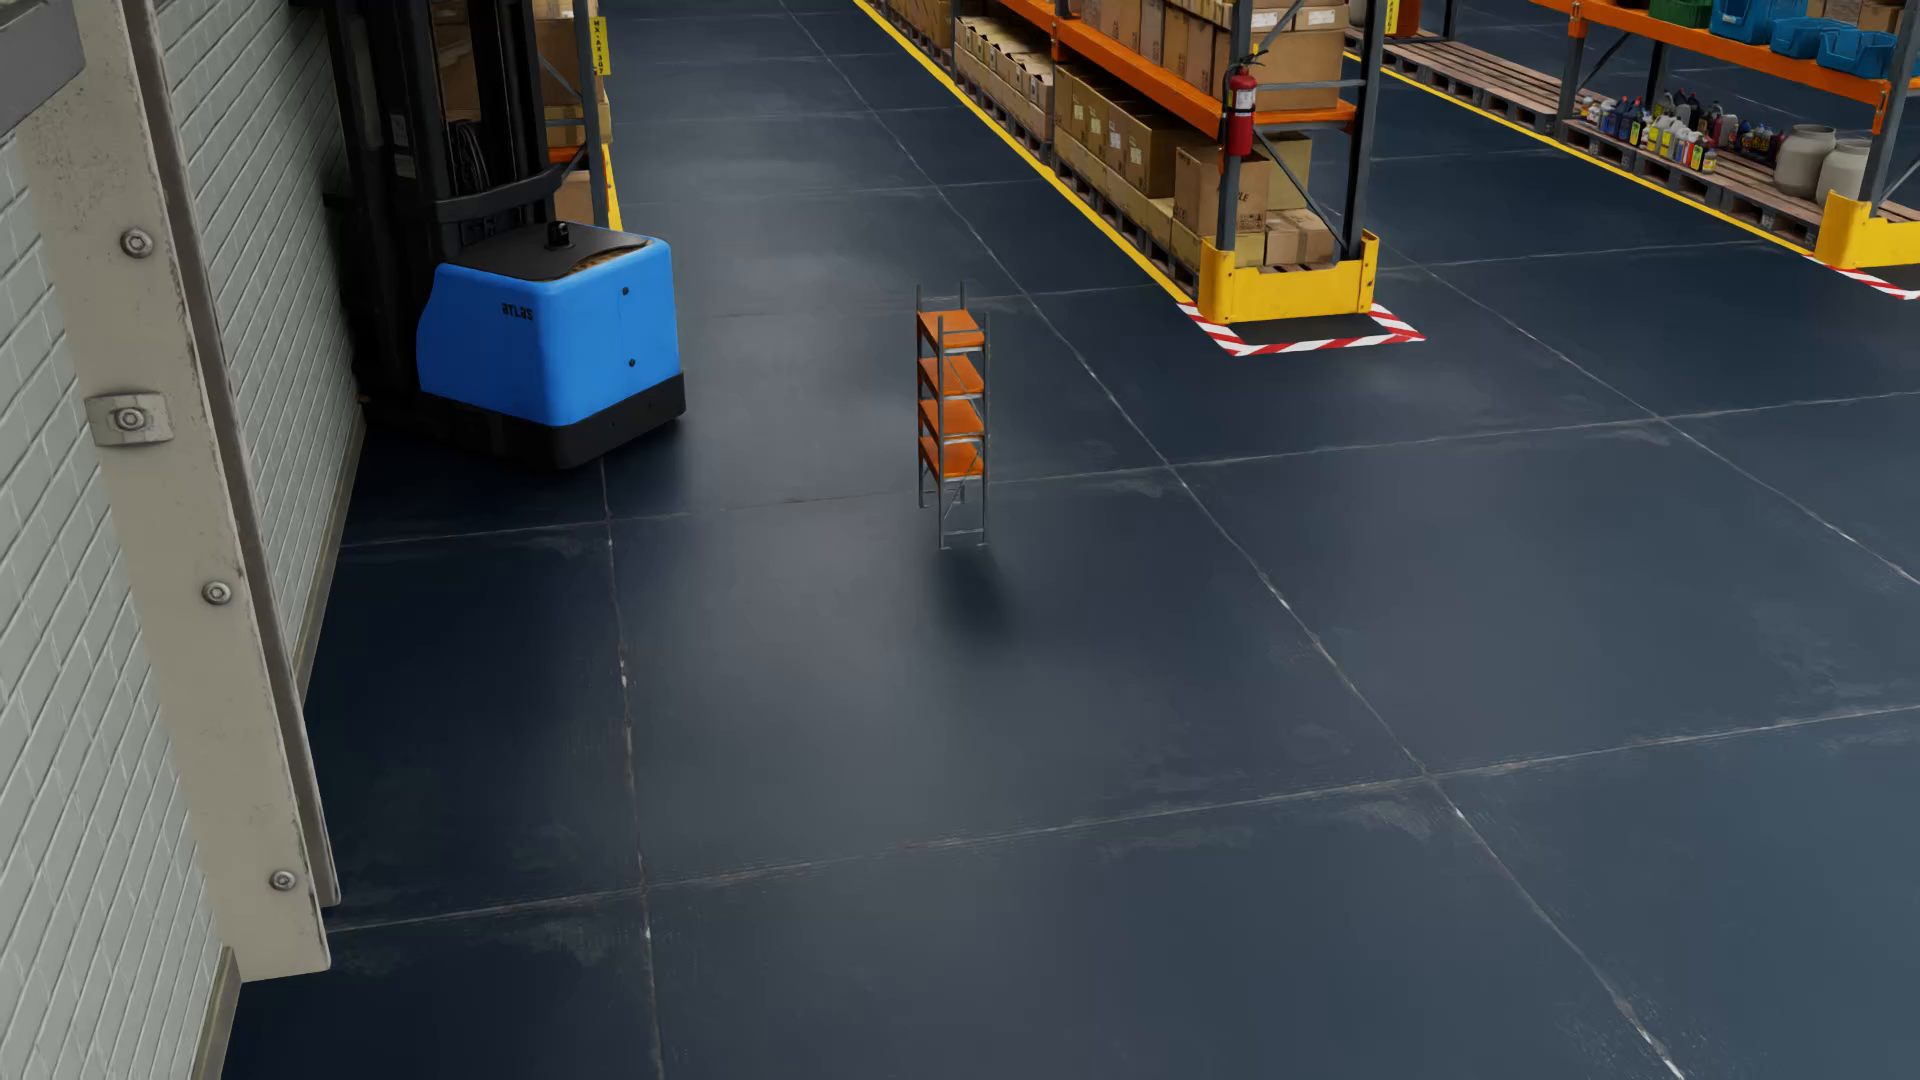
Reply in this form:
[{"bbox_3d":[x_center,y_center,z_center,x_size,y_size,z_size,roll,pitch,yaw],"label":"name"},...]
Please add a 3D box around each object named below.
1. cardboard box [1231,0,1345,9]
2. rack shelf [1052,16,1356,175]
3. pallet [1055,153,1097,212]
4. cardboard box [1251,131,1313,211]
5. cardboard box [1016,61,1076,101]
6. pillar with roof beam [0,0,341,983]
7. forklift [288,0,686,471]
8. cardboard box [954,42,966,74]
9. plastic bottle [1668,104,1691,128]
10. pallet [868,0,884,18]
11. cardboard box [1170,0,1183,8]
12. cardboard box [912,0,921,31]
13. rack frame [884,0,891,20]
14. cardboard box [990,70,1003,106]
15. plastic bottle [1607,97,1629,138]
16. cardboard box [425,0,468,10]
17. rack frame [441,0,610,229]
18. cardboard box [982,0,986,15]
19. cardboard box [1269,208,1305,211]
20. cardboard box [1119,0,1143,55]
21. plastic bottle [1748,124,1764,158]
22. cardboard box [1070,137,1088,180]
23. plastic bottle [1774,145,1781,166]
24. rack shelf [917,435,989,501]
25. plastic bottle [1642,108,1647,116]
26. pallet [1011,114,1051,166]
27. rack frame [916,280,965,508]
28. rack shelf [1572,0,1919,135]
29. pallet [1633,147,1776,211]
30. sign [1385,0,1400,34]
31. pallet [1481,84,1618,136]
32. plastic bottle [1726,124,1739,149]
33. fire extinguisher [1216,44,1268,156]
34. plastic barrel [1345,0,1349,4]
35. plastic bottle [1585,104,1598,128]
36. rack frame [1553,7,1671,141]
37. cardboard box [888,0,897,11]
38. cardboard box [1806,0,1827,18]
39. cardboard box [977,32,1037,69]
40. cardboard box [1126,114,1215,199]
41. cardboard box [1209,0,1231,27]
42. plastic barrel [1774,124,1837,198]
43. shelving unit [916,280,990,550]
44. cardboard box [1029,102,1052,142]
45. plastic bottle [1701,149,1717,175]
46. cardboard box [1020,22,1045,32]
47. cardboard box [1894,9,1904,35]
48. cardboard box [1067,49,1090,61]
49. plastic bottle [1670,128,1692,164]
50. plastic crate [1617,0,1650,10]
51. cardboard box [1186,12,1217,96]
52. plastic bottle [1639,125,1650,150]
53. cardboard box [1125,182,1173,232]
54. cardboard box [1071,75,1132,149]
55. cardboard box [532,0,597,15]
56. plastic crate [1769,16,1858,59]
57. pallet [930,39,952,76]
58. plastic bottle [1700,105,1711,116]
[{"bbox_3d":[2.105,-3.773,10.845,0.700,0.500,0.500,-6,27,-11],"label":"cardboard box"},{"bbox_3d":[1.759,-3.476,12.607,1.077,0.370,4.000,-6,27,-12],"label":"rack shelf"},{"bbox_3d":[1.446,-3.077,14.113,1.003,0.211,1.213,-6,27,-12],"label":"pallet"},{"bbox_3d":[2.191,-2.692,12.007,0.500,0.500,0.500,-6,27,-12],"label":"cardboard box"},{"bbox_3d":[0.814,-4.262,15.329,0.500,0.311,0.500,-5,27,-10],"label":"cardboard box"},{"bbox_3d":[1.930,-3.116,4.436,9.100,9.000,0.400,-6,27,-12],"label":"pillar with roof beam"},{"bbox_3d":[-3.102,-2.158,9.273,3.031,2.935,1.130,15,31,28],"label":"forklift"},{"bbox_3d":[0.238,-5.132,17.674,0.500,0.250,0.500,-6,27,-12],"label":"cardboard box"},{"bbox_3d":[6.465,-3.794,14.972,0.152,0.276,0.135,-6,27,-12],"label":"plastic bottle"},{"bbox_3d":[-0.649,-7.244,22.368,1.003,0.211,1.213,-6,27,-12],"label":"pallet"},{"bbox_3d":[1.705,-3.855,11.728,0.380,0.149,0.250,-5,27,-10],"label":"cardboard box"},{"bbox_3d":[-0.274,-6.356,19.799,0.500,0.500,0.500,-7,28,-14],"label":"cardboard box"},{"bbox_3d":[-0.495,-8.188,21.143,1.000,3.000,0.127,-6,27,-12],"label":"rack frame"},{"bbox_3d":[0.591,-4.458,16.340,0.500,0.250,0.500,-5,27,-11],"label":"cardboard box"},{"bbox_3d":[5.912,-3.794,14.890,0.144,0.351,0.185,-5,27,-10],"label":"plastic bottle"},{"bbox_3d":[-3.033,-3.099,10.373,0.500,0.500,0.500,-6,27,-11],"label":"cardboard box"},{"bbox_3d":[-2.616,-2.415,9.706,1.000,3.000,0.127,-6,27,-12],"label":"rack frame"},{"bbox_3d":[0.459,-5.970,19.035,0.500,0.500,0.500,-7,28,-13],"label":"cardboard box"},{"bbox_3d":[2.189,-2.357,12.176,0.500,0.250,0.500,-6,27,-12],"label":"cardboard box"},{"bbox_3d":[1.649,-4.075,12.883,0.700,0.500,0.500,-6,27,-11],"label":"cardboard box"},{"bbox_3d":[6.831,-3.421,14.239,0.097,0.271,0.097,0,27,0],"label":"plastic bottle"},{"bbox_3d":[1.225,-3.181,13.809,0.500,0.250,0.500,-6,27,-12],"label":"cardboard box"},{"bbox_3d":[6.908,-3.241,13.960,0.097,0.201,0.097,0,27,0],"label":"plastic bottle"},{"bbox_3d":[-0.037,-0.371,8.243,0.258,0.148,0.480,-6,27,-12],"label":"rack shelf"},{"bbox_3d":[6.063,-3.707,14.806,0.097,0.271,0.097,0,27,0],"label":"plastic bottle"},{"bbox_3d":[1.104,-3.750,15.446,1.003,0.211,1.213,-6,27,-12],"label":"pallet"},{"bbox_3d":[-0.092,-0.715,8.336,0.240,1.200,0.015,-6,27,-12],"label":"rack frame"},{"bbox_3d":[6.585,-3.978,13.600,1.077,0.370,4.000,-6,27,-12],"label":"rack shelf"},{"bbox_3d":[6.524,-3.096,14.150,1.003,0.211,1.213,-6,27,-12],"label":"pallet"},{"bbox_3d":[2.752,-3.395,10.599,0.100,0.325,0.005,-6,27,-12],"label":"sign"},{"bbox_3d":[5.920,-4.273,16.481,1.003,0.211,1.213,-6,27,-12],"label":"pallet"},{"bbox_3d":[6.763,-3.524,14.520,0.097,0.201,0.097,0,27,0],"label":"plastic bottle"},{"bbox_3d":[1.784,-2.786,10.527,0.296,0.674,0.183,-6,27,-12],"label":"fire extinguisher"},{"bbox_3d":[4.852,-6.753,20.510,0.600,0.588,0.708,-6,27,-12],"label":"plastic barrel"},{"bbox_3d":[5.802,-3.895,15.255,0.097,0.201,0.097,0,27,0],"label":"plastic bottle"},{"bbox_3d":[6.135,-5.177,15.178,1.000,3.000,0.127,-6,27,-12],"label":"rack frame"},{"bbox_3d":[-0.623,-7.031,21.137,0.500,0.500,0.500,-7,28,-14],"label":"cardboard box"},{"bbox_3d":[10.229,-6.224,19.539,0.700,0.500,0.500,-7,28,-14],"label":"cardboard box"},{"bbox_3d":[0.478,-4.928,16.648,0.500,0.311,0.500,-7,28,-13],"label":"cardboard box"},{"bbox_3d":[1.559,-2.857,12.335,0.500,0.500,0.500,-6,27,-12],"label":"cardboard box"},{"bbox_3d":[1.877,-3.517,11.058,0.380,0.149,0.250,-5,27,-10],"label":"cardboard box"},{"bbox_3d":[6.700,-2.999,13.158,0.421,0.512,0.421,0,27,0],"label":"plastic barrel"},{"bbox_3d":[-0.037,-0.608,8.124,0.258,1.200,0.503,-6,27,-12],"label":"shelving unit"},{"bbox_3d":[0.932,-3.788,15.012,0.500,0.250,0.500,-6,27,-12],"label":"cardboard box"},{"bbox_3d":[6.195,-3.130,13.739,0.097,0.201,0.097,0,27,0],"label":"plastic bottle"},{"bbox_3d":[0.888,-5.209,17.205,0.500,0.311,0.500,-6,27,-12],"label":"cardboard box"},{"bbox_3d":[10.627,-5.489,18.082,0.700,0.500,0.500,-8,28,-16],"label":"cardboard box"},{"bbox_3d":[1.232,-4.540,15.879,0.500,0.311,0.500,-7,28,-13],"label":"cardboard box"},{"bbox_3d":[6.134,-3.337,14.068,0.152,0.276,0.135,-7,28,-13],"label":"plastic bottle"},{"bbox_3d":[6.129,-4.906,14.711,0.767,0.338,0.504,-6,27,-12],"label":"plastic crate"},{"bbox_3d":[1.994,-3.400,11.547,0.700,0.500,0.500,-5,27,-10],"label":"cardboard box"},{"bbox_3d":[5.996,-3.518,14.508,0.097,0.201,0.097,0,27,0],"label":"plastic bottle"},{"bbox_3d":[1.562,-2.523,12.504,0.500,0.250,0.500,-6,27,-12],"label":"cardboard box"},{"bbox_3d":[1.228,-3.516,13.641,0.500,0.500,0.500,-6,27,-12],"label":"cardboard box"},{"bbox_3d":[-2.532,-3.150,10.473,0.500,0.500,0.500,-6,27,-11],"label":"cardboard box"},{"bbox_3d":[6.491,-3.830,12.673,0.499,0.251,0.408,-6,27,-12],"label":"plastic crate"},{"bbox_3d":[0.275,-5.518,18.949,1.003,0.211,1.213,-6,27,-12],"label":"pallet"},{"bbox_3d":[6.681,-3.756,14.888,0.061,0.283,0.133,-4,27,-8],"label":"plastic bottle"}]
